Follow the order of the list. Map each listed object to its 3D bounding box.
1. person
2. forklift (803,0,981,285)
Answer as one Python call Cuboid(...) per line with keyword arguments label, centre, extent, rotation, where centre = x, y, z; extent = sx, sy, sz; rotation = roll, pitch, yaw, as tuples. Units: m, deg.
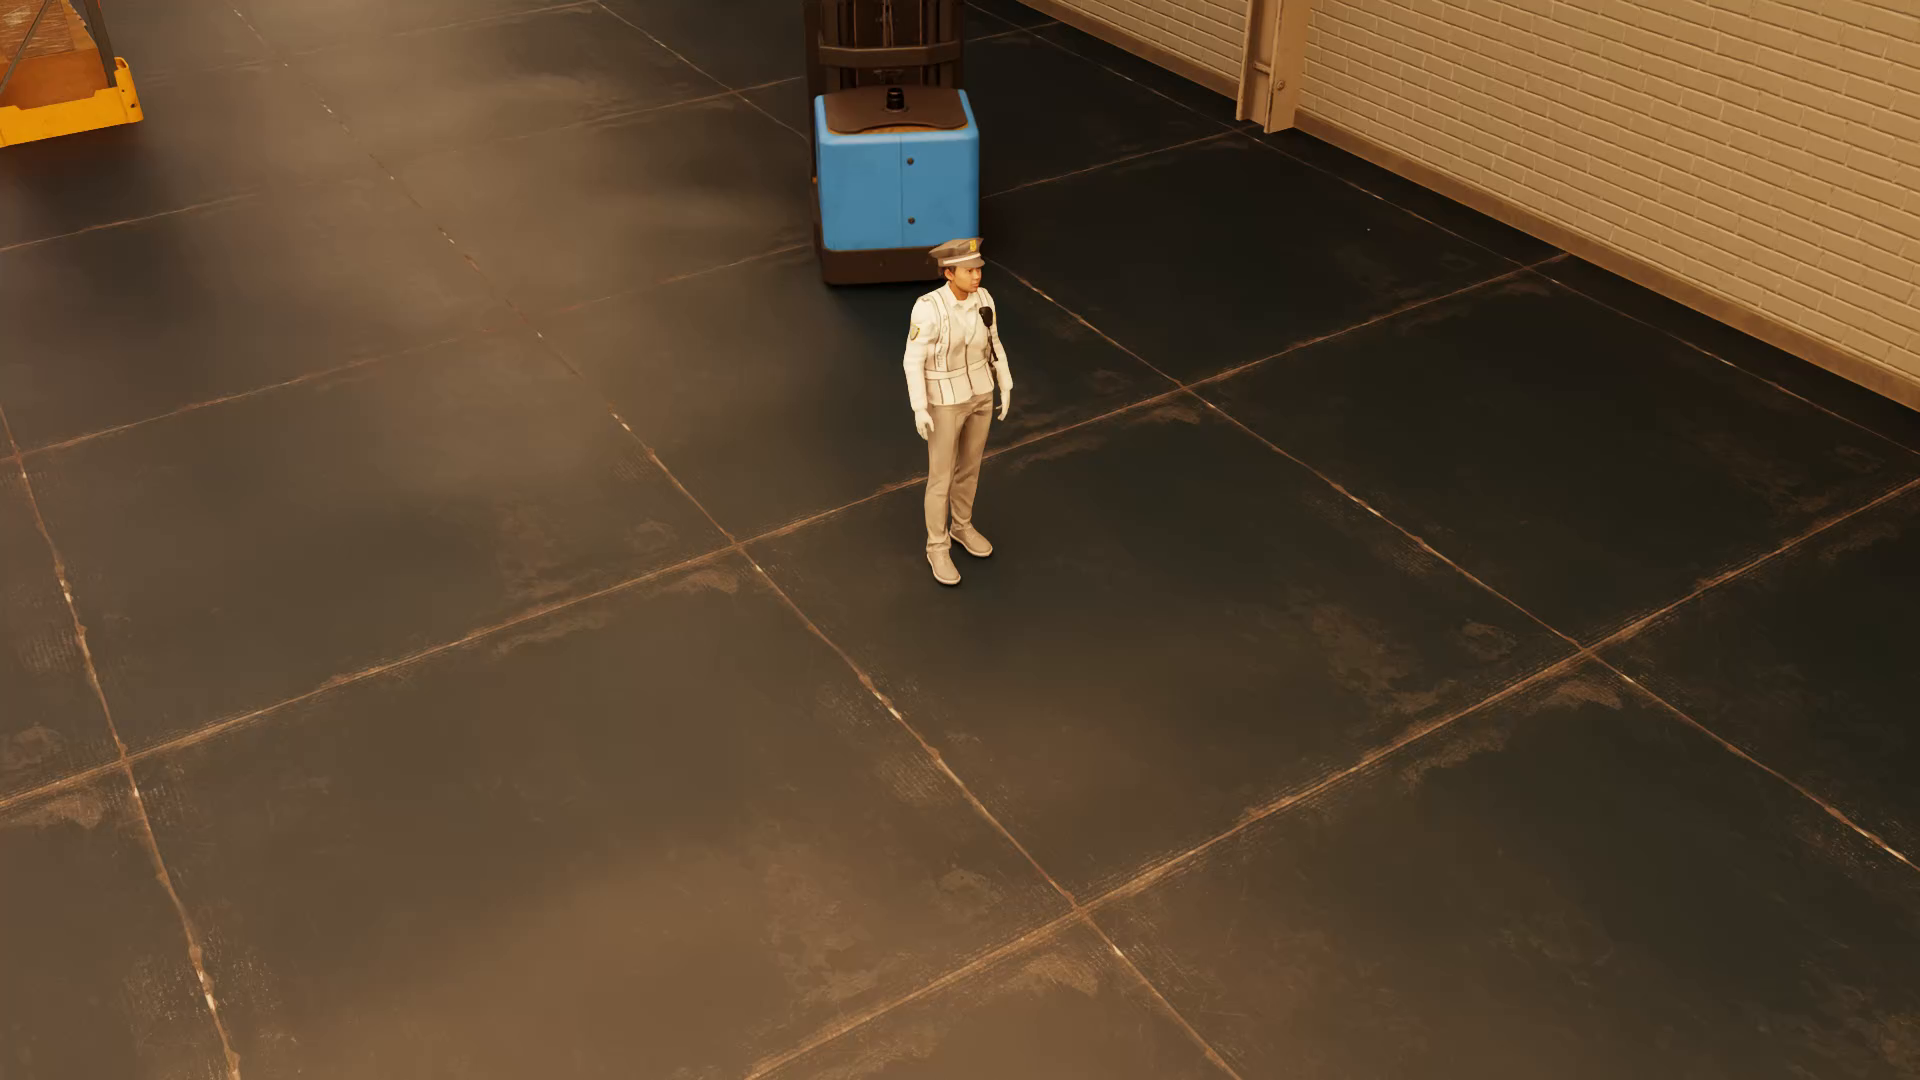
Cuboid(label="person", centre=(0.032, -0.664, 8.155), extent=(0.586, 1.694, 0.530), rotation=(-21, 40, -27))
Cuboid(label="forklift", centre=(-0.543, -3.716, 11.437), extent=(1.130, 2.935, 3.031), rotation=(-4, 35, -5))
